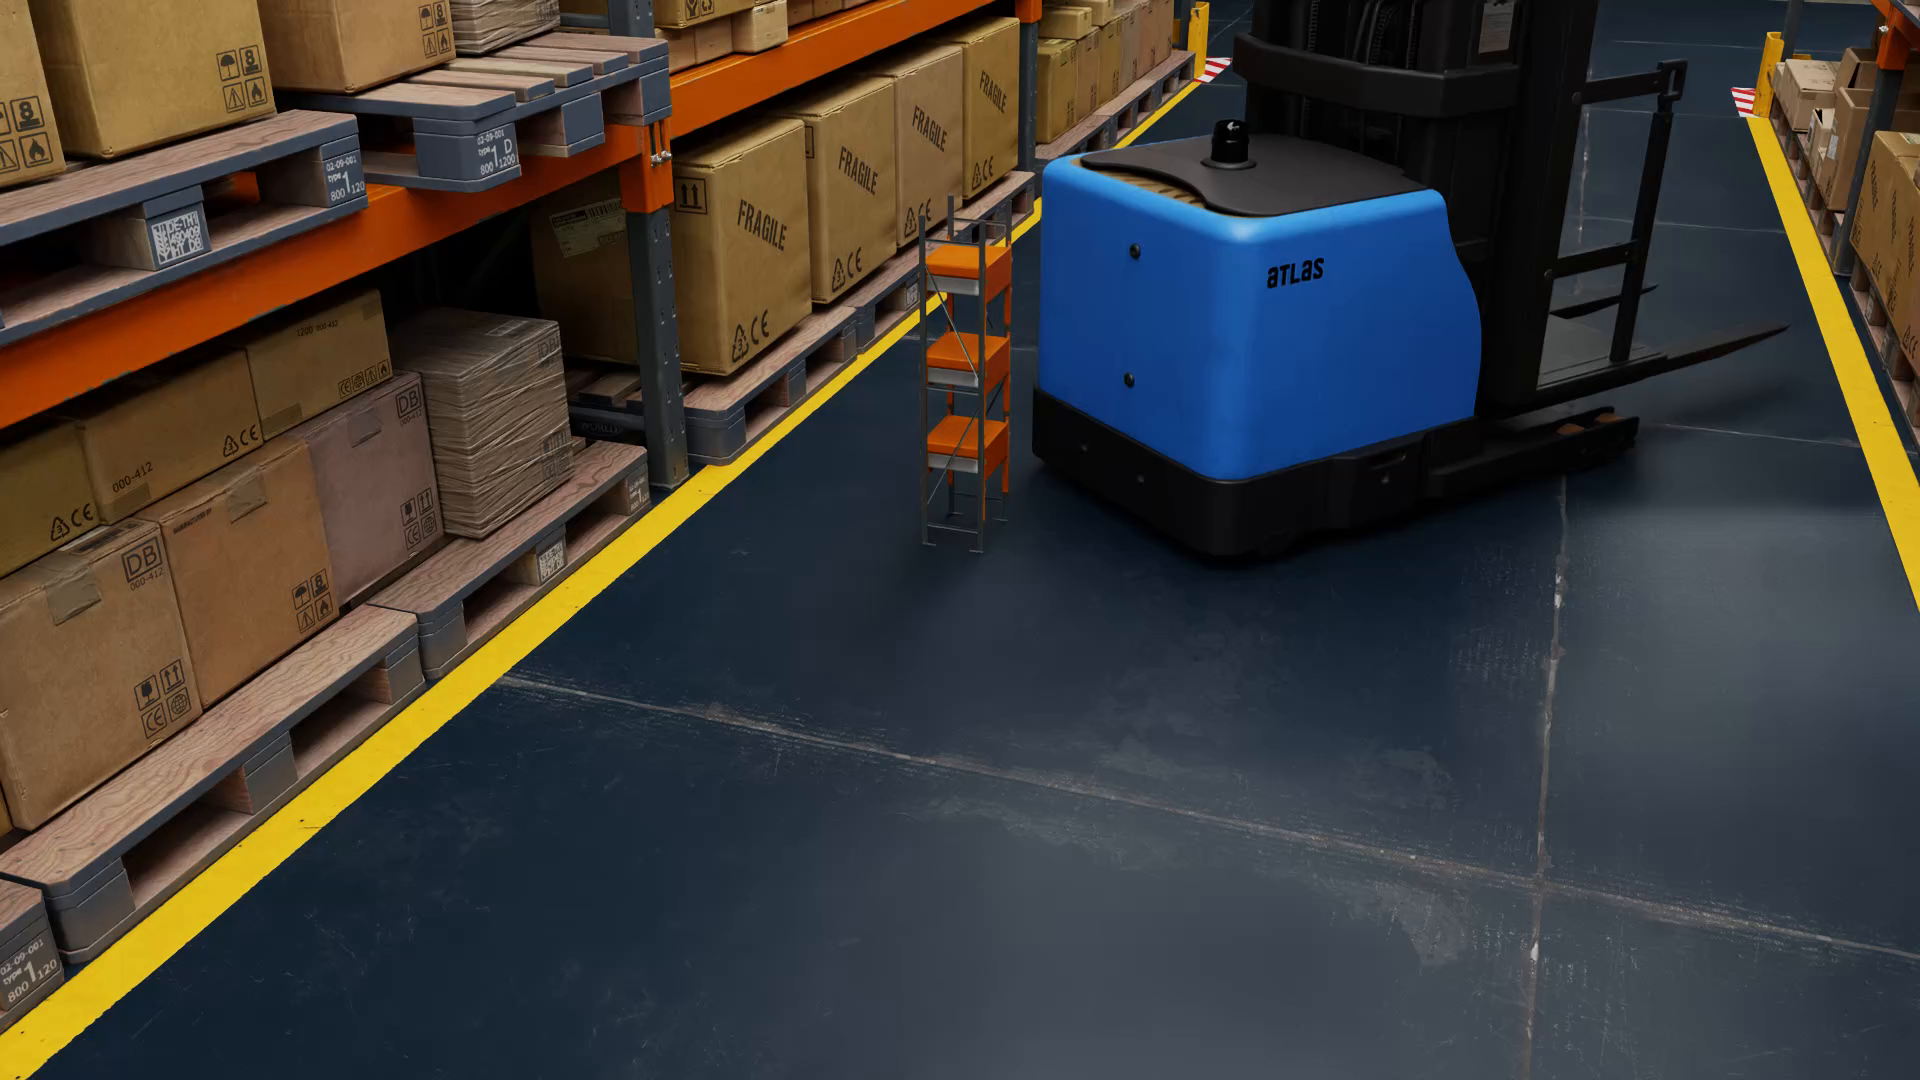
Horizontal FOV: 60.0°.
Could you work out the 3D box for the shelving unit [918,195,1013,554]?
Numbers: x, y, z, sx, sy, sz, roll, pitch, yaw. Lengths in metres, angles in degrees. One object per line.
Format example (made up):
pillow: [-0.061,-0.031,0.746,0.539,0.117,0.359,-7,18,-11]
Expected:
shelving unit: [0.018,-0.495,5.067,0.215,1.050,0.252,9,27,17]

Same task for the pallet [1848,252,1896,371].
pallet: [4.354,-0.940,6.950,1.003,0.211,1.213,9,27,17]

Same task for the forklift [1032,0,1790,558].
forklift: [1.770,-1.732,5.463,3.031,2.935,1.130,-15,30,-28]

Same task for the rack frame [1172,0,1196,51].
rack frame: [1.247,-4.896,11.920,1.000,3.000,0.127,9,27,17]

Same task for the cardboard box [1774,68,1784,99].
cardboard box: [5.373,-2.877,10.496,0.380,0.166,0.250,9,27,17]

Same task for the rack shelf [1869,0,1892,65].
rack shelf: [5.254,-3.033,8.898,1.077,0.370,4.000,9,27,17]

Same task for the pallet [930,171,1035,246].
pallet: [-0.270,-1.669,8.455,1.003,0.211,1.213,9,27,17]

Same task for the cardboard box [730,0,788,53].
cardboard box: [-0.827,-1.805,5.801,0.380,0.149,0.250,10,27,19]

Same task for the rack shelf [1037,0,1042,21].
rack shelf: [0.582,-3.750,10.379,1.077,0.370,4.000,9,27,17]

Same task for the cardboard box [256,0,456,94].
cardboard box: [-1.722,-1.423,4.127,0.700,0.500,0.500,6,27,13]

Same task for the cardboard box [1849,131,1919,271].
cardboard box: [4.198,-1.445,7.155,0.500,0.500,0.500,8,27,15]

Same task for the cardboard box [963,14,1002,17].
cardboard box: [0.026,-2.870,9.377,0.380,0.149,0.250,9,27,17]

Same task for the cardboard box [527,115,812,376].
cardboard box: [-1.046,-1.113,6.091,0.750,0.750,0.750,8,27,17]

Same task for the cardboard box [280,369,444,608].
cardboard box: [-1.886,-0.183,4.549,0.700,0.500,0.500,9,27,17]

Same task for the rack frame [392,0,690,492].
rack frame: [-1.415,-1.608,5.129,1.000,3.000,0.127,9,27,17]

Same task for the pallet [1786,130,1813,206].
pallet: [5.223,-2.065,9.273,1.003,0.211,1.213,9,27,17]

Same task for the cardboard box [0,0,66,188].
cardboard box: [-2.162,-0.915,3.079,0.700,0.500,0.500,13,29,24]

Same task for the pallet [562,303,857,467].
pallet: [-1.081,-0.666,6.384,1.003,0.211,1.213,9,27,17]

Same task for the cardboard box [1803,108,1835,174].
cardboard box: [4.760,-2.107,8.739,0.500,0.311,0.500,9,27,17]

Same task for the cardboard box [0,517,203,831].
cardboard box: [-2.184,0.234,3.688,0.700,0.500,0.500,9,27,18]

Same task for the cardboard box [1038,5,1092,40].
cardboard box: [0.548,-3.015,9.676,0.380,0.149,0.250,10,27,19]

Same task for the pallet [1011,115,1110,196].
pallet: [0.243,-2.298,9.754,1.003,0.211,1.213,9,27,17]

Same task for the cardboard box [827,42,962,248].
cardboard box: [-0.471,-1.822,7.556,0.750,0.750,0.750,10,27,19]

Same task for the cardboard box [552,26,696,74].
cardboard box: [-1.087,-1.606,5.390,0.380,0.149,0.250,8,27,17]

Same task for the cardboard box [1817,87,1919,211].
cardboard box: [4.511,-1.883,8.061,0.500,0.500,0.500,9,27,17]

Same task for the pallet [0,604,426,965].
pallet: [-2.084,0.467,4.042,1.003,0.211,1.213,9,27,17]

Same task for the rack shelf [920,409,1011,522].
rack shelf: [0.018,-0.235,5.192,0.215,0.259,0.240,9,27,17]

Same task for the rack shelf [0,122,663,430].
rack shelf: [-2.080,-0.463,3.589,1.077,0.370,4.000,9,27,17]

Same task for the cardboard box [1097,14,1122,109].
cardboard box: [0.605,-3.025,10.442,0.700,0.500,0.500,9,27,19]

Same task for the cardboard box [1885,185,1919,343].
cardboard box: [3.858,-1.020,6.277,0.500,0.500,0.500,9,27,18]

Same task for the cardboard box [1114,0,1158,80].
cardboard box: [0.942,-3.452,11.324,0.700,0.500,0.500,9,27,17]

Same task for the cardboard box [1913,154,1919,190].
cardboard box: [3.865,-1.371,6.143,0.500,0.250,0.500,9,27,18]

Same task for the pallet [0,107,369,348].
pallet: [-2.035,-0.702,3.479,1.003,0.211,1.213,9,27,17]

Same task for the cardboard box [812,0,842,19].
cardboard box: [-0.685,-2.139,6.490,0.380,0.149,0.250,9,27,18]

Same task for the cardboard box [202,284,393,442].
cardboard box: [-1.854,-0.490,4.323,0.500,0.250,0.500,9,27,18]

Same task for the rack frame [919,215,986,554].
rack frame: [-0.023,-0.444,4.963,0.200,1.050,0.008,9,27,17]

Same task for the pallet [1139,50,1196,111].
pallet: [1.055,-3.301,11.825,1.003,0.211,1.213,9,27,17]

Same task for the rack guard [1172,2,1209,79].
rack guard: [1.255,-3.781,12.485,1.175,0.500,0.348,9,27,17]

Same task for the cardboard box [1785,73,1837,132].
cardboard box: [5.139,-2.546,9.717,0.500,0.250,0.500,9,27,17]

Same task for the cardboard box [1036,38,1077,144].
cardboard box: [0.262,-2.608,9.582,0.700,0.500,0.500,9,27,18]

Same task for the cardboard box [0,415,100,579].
cardboard box: [-2.204,-0.076,3.467,0.500,0.250,0.500,8,27,16]

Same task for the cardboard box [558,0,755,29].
cardboard box: [-1.012,-1.959,5.374,0.500,0.500,0.500,10,27,19]
